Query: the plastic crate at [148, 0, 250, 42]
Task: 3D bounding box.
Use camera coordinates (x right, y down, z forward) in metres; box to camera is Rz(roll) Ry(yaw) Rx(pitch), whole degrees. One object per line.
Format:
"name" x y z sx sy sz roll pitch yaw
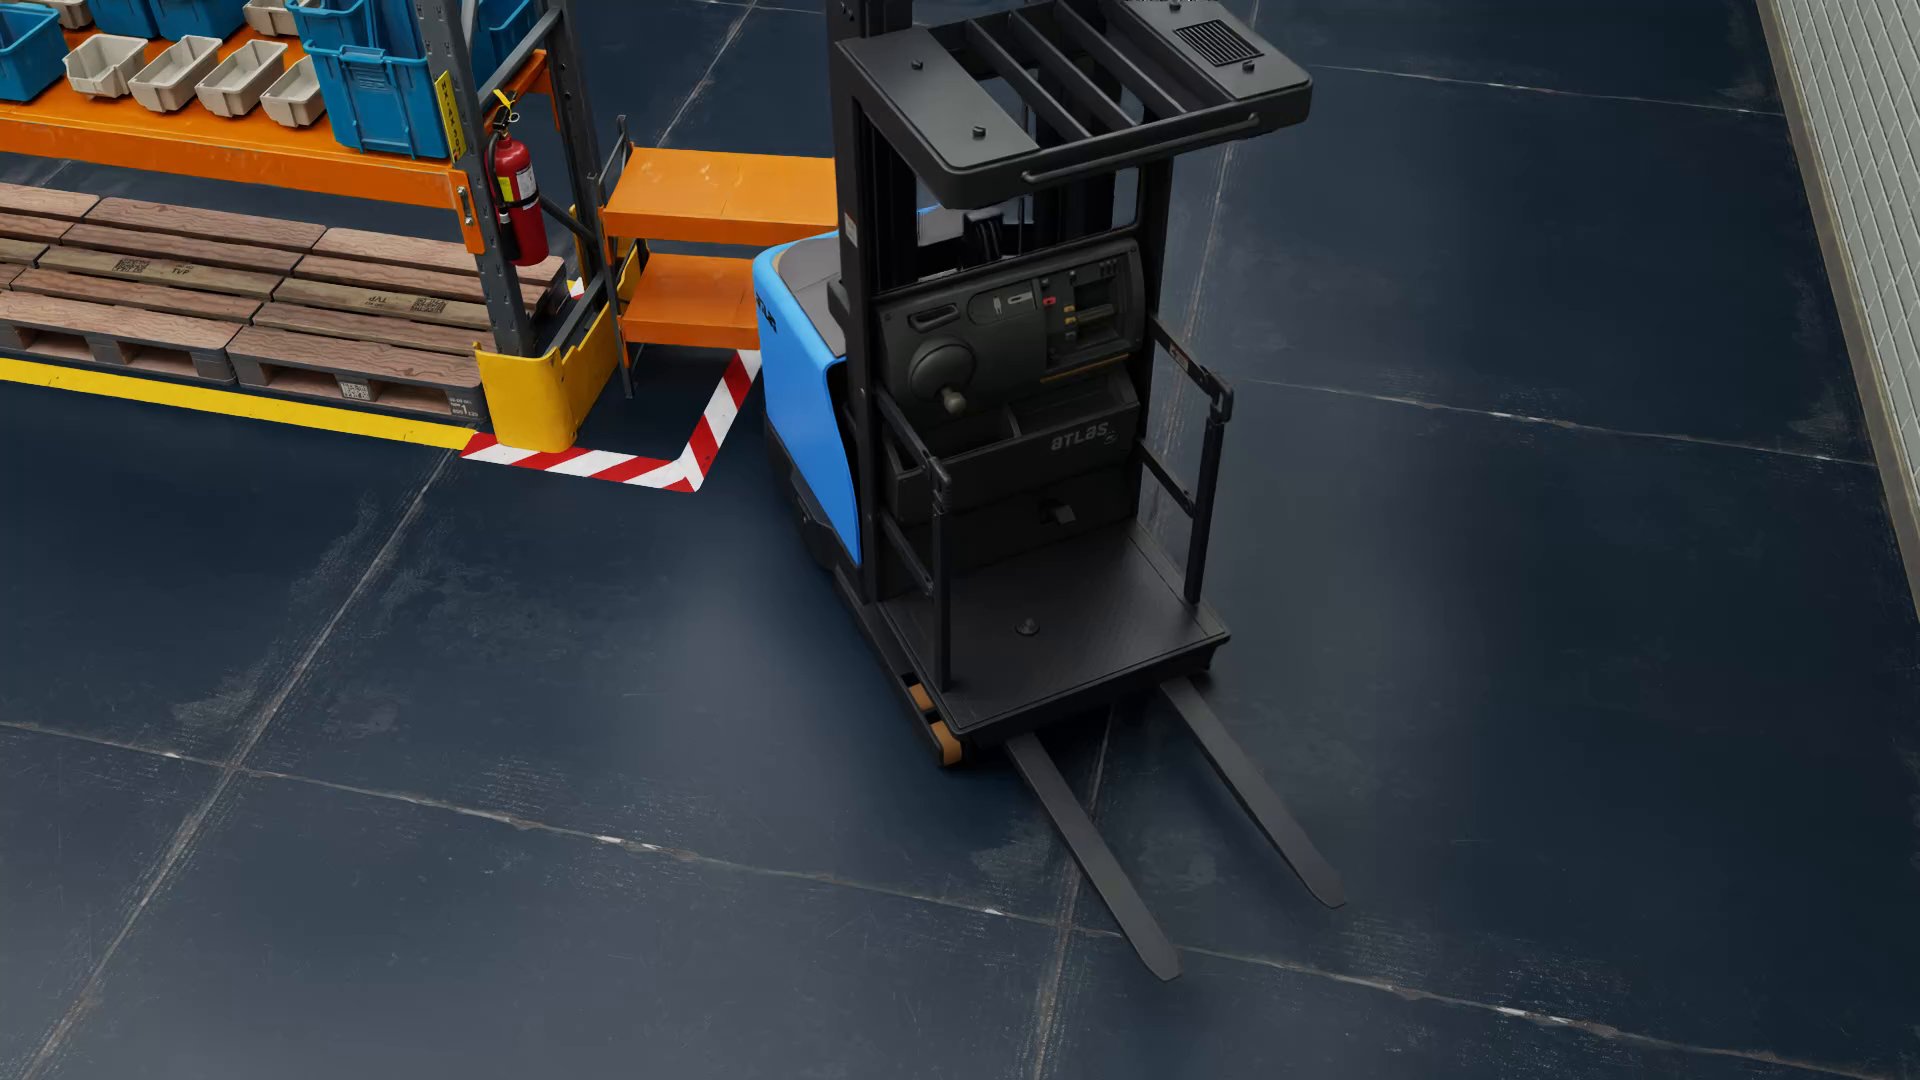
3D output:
"plastic crate" -3.208 -2.281 7.034 0.300 0.233 0.416 9 45 9

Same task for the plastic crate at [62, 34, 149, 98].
"plastic crate" -3.439 -1.899 6.707 0.250 0.136 0.298 9 45 9

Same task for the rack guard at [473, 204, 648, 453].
"rack guard" -1.728 -0.964 7.391 0.348 0.500 1.175 9 45 9

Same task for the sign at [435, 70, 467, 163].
"sign" -1.858 -1.544 6.073 0.005 0.325 0.100 9 45 9

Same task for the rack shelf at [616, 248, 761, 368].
"rack shelf" -0.939 -0.992 7.322 1.000 0.278 0.538 4 44 5

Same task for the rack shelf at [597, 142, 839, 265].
"rack shelf" -0.939 -1.379 6.949 1.000 0.278 0.538 4 44 5

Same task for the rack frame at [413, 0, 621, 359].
"rack frame" -1.754 -1.860 6.519 0.127 3.000 1.000 9 45 9

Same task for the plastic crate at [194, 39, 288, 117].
"plastic crate" -2.869 -1.841 6.647 0.243 0.136 0.396 9 45 9

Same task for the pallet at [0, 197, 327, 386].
"pallet" -3.737 -1.193 7.837 1.213 0.211 1.003 9 45 9

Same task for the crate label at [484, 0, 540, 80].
"crate label" -1.923 -2.081 6.827 0.303 0.233 0.416 9 45 9

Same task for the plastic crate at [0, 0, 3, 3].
"plastic crate" -4.208 -2.089 6.799 0.530 0.282 0.437 9 45 9

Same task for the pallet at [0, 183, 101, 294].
"pallet" -4.932 -1.376 8.027 1.213 0.211 1.003 9 45 9

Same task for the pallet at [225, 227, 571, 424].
"pallet" -2.550 -1.006 7.643 1.213 0.211 1.003 9 45 9

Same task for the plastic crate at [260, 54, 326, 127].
"plastic crate" -2.590 -1.787 6.591 0.243 0.136 0.396 9 45 9

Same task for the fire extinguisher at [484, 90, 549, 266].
"fire extinguisher" -1.706 -1.367 6.332 0.183 0.674 0.296 9 45 9

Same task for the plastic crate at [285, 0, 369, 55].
"plastic crate" -2.566 -2.181 6.930 0.300 0.233 0.416 9 45 9

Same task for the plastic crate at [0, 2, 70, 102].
"plastic crate" -3.814 -1.959 6.699 0.300 0.233 0.416 9 45 9

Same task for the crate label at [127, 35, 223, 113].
"crate label" -3.146 -1.867 6.673 0.243 0.136 0.396 9 45 9

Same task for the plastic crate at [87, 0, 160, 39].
"plastic crate" -3.501 -2.326 7.081 0.300 0.233 0.416 9 45 9

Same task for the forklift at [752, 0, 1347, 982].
"forklift" 0.275 -0.604 5.264 1.130 2.935 3.031 -18 47 -18

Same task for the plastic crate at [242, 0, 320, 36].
"plastic crate" -2.880 -2.254 7.076 0.298 0.136 0.250 9 45 9

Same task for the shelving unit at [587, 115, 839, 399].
"shelving unit" -0.939 -1.168 7.152 1.048 1.125 0.538 4 44 5

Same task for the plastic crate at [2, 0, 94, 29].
"plastic crate" -3.893 -2.332 7.157 0.466 0.136 0.293 9 45 9

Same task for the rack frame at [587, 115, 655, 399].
"rack frame" -1.445 -1.207 7.193 0.032 1.125 0.500 4 44 5

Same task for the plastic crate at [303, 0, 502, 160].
"plastic crate" -2.122 -1.819 6.408 0.499 0.435 0.616 9 45 9

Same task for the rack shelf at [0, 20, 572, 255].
"rack shelf" -3.706 -1.904 7.083 4.000 0.370 1.077 9 45 9
